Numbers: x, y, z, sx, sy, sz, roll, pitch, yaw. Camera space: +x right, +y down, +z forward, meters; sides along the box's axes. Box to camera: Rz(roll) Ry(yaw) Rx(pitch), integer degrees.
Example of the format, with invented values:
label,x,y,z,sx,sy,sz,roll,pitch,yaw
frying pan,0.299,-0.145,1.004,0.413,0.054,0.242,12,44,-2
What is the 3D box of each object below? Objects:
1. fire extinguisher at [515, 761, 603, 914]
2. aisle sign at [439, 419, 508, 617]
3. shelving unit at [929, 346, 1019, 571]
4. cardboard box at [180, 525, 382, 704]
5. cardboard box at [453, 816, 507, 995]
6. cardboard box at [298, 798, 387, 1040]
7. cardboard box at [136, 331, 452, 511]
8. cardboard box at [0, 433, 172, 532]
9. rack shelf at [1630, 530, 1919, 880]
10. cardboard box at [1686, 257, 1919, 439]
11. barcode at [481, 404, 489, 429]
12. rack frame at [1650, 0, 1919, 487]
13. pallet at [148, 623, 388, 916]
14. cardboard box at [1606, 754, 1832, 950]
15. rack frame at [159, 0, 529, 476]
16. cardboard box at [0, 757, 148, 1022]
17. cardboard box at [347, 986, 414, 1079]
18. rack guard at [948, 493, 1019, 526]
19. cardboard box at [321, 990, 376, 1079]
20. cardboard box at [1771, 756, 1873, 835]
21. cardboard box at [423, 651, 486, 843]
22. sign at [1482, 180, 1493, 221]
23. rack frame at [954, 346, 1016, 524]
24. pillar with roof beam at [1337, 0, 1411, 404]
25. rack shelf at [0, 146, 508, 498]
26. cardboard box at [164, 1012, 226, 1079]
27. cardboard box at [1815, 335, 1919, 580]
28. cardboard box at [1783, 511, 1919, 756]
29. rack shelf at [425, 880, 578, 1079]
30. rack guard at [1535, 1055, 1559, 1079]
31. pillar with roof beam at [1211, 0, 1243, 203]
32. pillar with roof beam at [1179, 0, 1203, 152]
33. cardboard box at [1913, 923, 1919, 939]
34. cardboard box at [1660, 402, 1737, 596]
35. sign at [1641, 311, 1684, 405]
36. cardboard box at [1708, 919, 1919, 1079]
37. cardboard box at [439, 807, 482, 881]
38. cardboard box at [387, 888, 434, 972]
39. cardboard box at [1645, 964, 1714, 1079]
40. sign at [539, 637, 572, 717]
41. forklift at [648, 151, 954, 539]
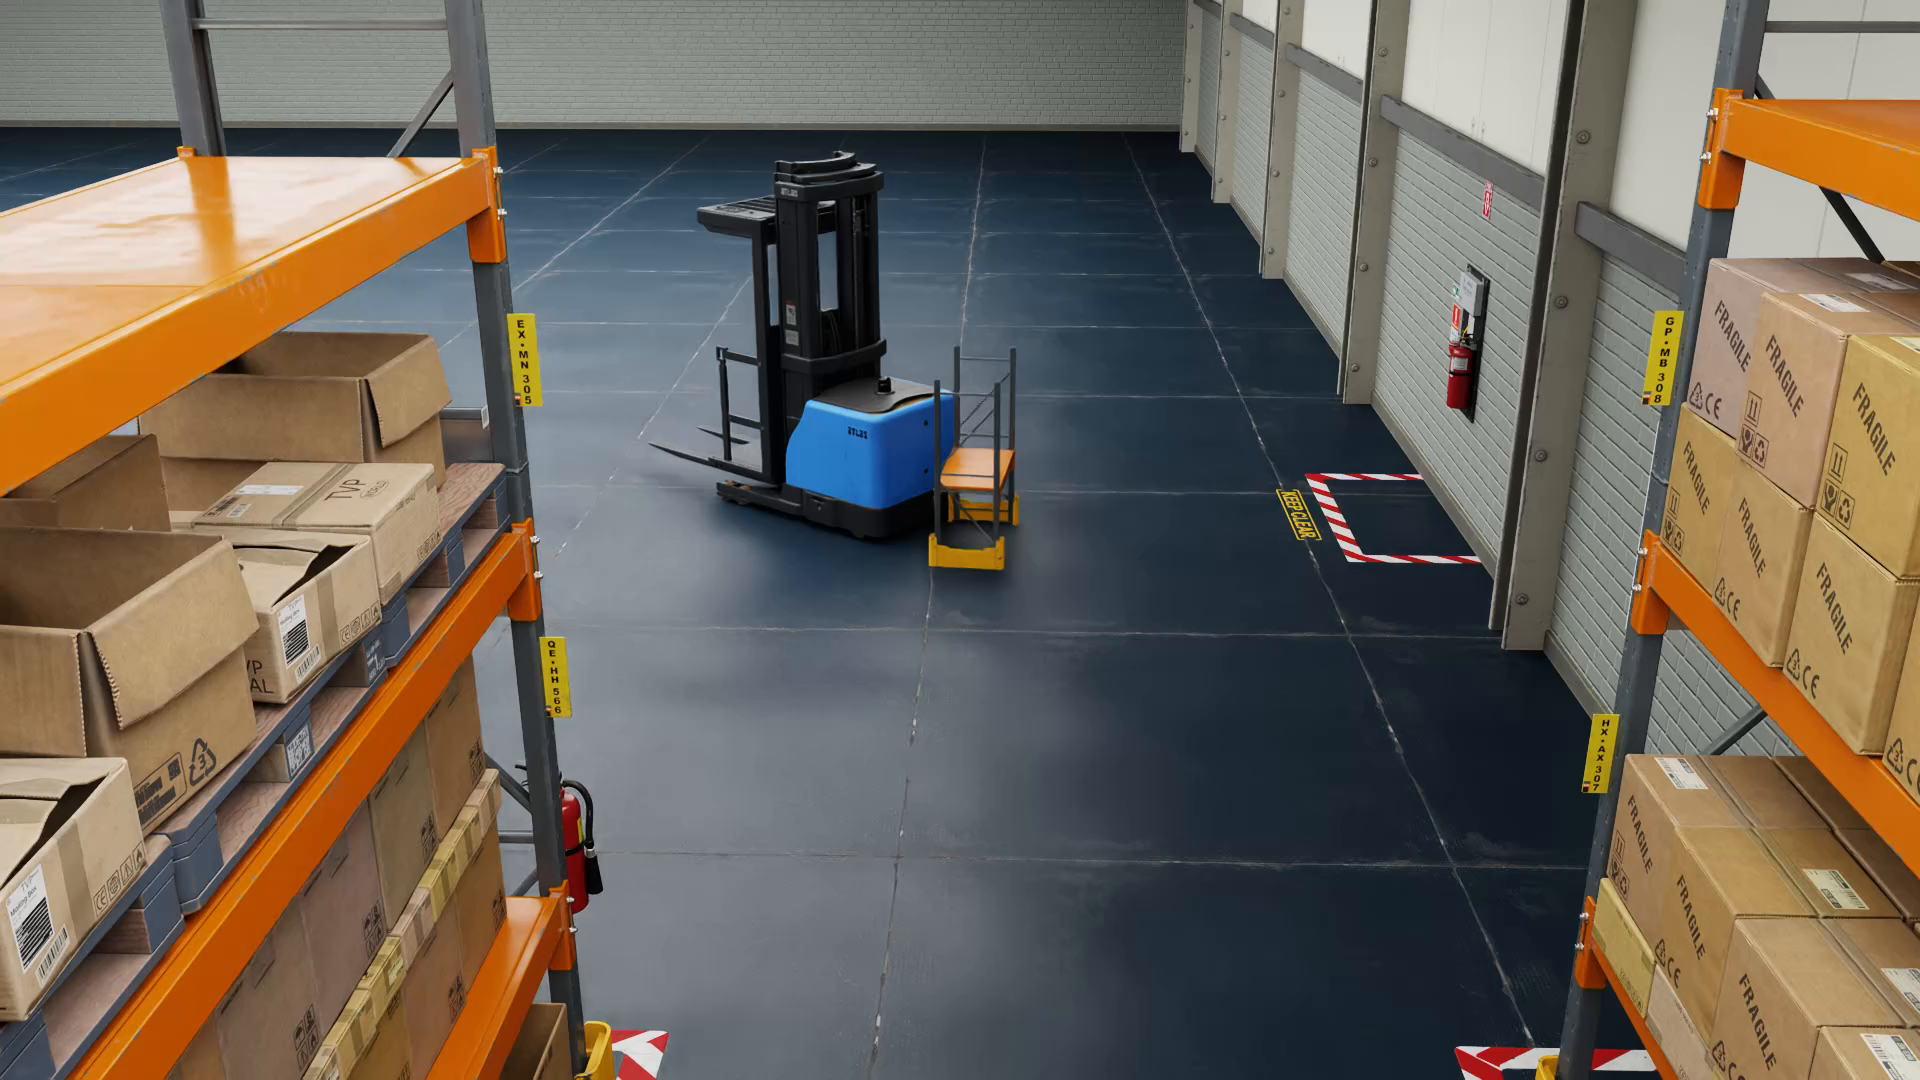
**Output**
label,x,y,z,sx,sy,sz,roll,pitch,yaw
fire extinguisher,-1.570,1.146,6.536,0.296,0.674,0.183,1,21,2
aisle sign,-1.743,-0.085,6.008,0.394,0.787,0.004,1,21,2
shelving unit,0.126,-0.668,13.176,0.587,1.500,1.083,3,21,8
cardboard box,-1.827,0.150,4.199,0.500,0.311,0.500,3,21,8
cardboard box,-2.065,1.269,5.973,0.700,0.500,0.500,1,21,2
cardboard box,-2.092,1.056,4.729,0.700,0.500,0.500,1,21,2
cardboard box,-2.060,-0.353,5.228,0.797,0.503,0.637,2,21,5
cardboard box,-2.362,0.039,4.224,0.500,0.500,0.500,1,21,2
rack shelf,2.852,0.860,4.012,1.077,0.370,4.000,1,21,2
cardboard box,2.659,-0.583,5.191,0.500,0.500,0.500,-1,21,-2
barcode,-1.565,-0.407,5.483,0.001,0.075,0.075,1,21,2
rack frame,2.913,-1.596,5.203,1.000,3.000,0.127,1,21,2
pallet,-2.120,0.488,4.101,1.003,0.211,1.213,1,21,2
cardboard box,2.598,1.081,5.740,0.500,0.500,0.500,1,21,2
rack frame,-2.038,-1.650,5.340,1.000,3.000,0.127,1,21,2
cardboard box,-1.865,0.601,3.035,0.500,0.311,0.500,-1,21,-1
cardboard box,-2.097,1.639,5.021,0.700,0.500,0.500,1,21,2
rack guard,0.197,-0.263,13.862,0.587,0.250,0.087,3,21,8
cardboard box,-1.897,1.407,4.722,0.380,0.149,0.250,1,21,3
cardboard box,3.111,1.084,5.731,0.500,0.500,0.500,0,21,1
cardboard box,-2.067,0.684,5.689,0.700,0.500,0.500,1,21,2
sign,4.152,-2.682,13.090,0.001,0.298,0.199,1,21,2
rack frame,0.200,-0.853,13.654,0.500,1.500,0.032,3,21,8
pillar with roof beam,-0.182,-5.720,15.831,9.100,9.000,0.400,1,21,2
rack shelf,-2.099,-0.405,3.679,1.077,0.370,4.000,1,21,2
cardboard box,-2.123,1.418,3.797,0.700,0.500,0.500,1,21,2
cardboard box,2.588,-0.217,4.247,0.500,0.500,0.500,1,21,3
cardboard box,2.589,0.246,4.436,0.500,0.500,0.500,2,21,4
rack shelf,-2.099,2.206,4.692,1.077,0.370,4.000,1,21,2
rack guard,2.911,2.393,6.670,1.175,0.500,0.348,1,21,2
pillar with roof beam,0.183,-10.059,27.013,9.100,9.000,0.400,1,21,2
pillar with roof beam,0.366,-12.228,32.604,9.100,9.000,0.400,1,21,2
cardboard box,3.075,1.453,4.780,0.500,0.500,0.500,0,21,0
cardboard box,2.653,-0.136,5.420,0.500,0.500,0.500,1,21,3
sign,2.371,-0.611,5.603,0.100,0.325,0.005,1,21,2
cardboard box,2.551,1.446,4.798,0.500,0.500,0.500,0,21,0
cardboard box,-1.866,1.033,5.685,0.380,0.149,0.250,1,21,3
cardboard box,-1.884,1.217,5.212,0.380,0.149,0.250,1,21,2
cardboard box,2.579,1.622,5.382,0.500,0.250,0.500,0,21,0
sign,-1.496,0.508,6.145,0.100,0.325,0.005,1,21,2
forklift,-1.479,-1.796,14.107,3.031,2.935,1.130,17,27,36
